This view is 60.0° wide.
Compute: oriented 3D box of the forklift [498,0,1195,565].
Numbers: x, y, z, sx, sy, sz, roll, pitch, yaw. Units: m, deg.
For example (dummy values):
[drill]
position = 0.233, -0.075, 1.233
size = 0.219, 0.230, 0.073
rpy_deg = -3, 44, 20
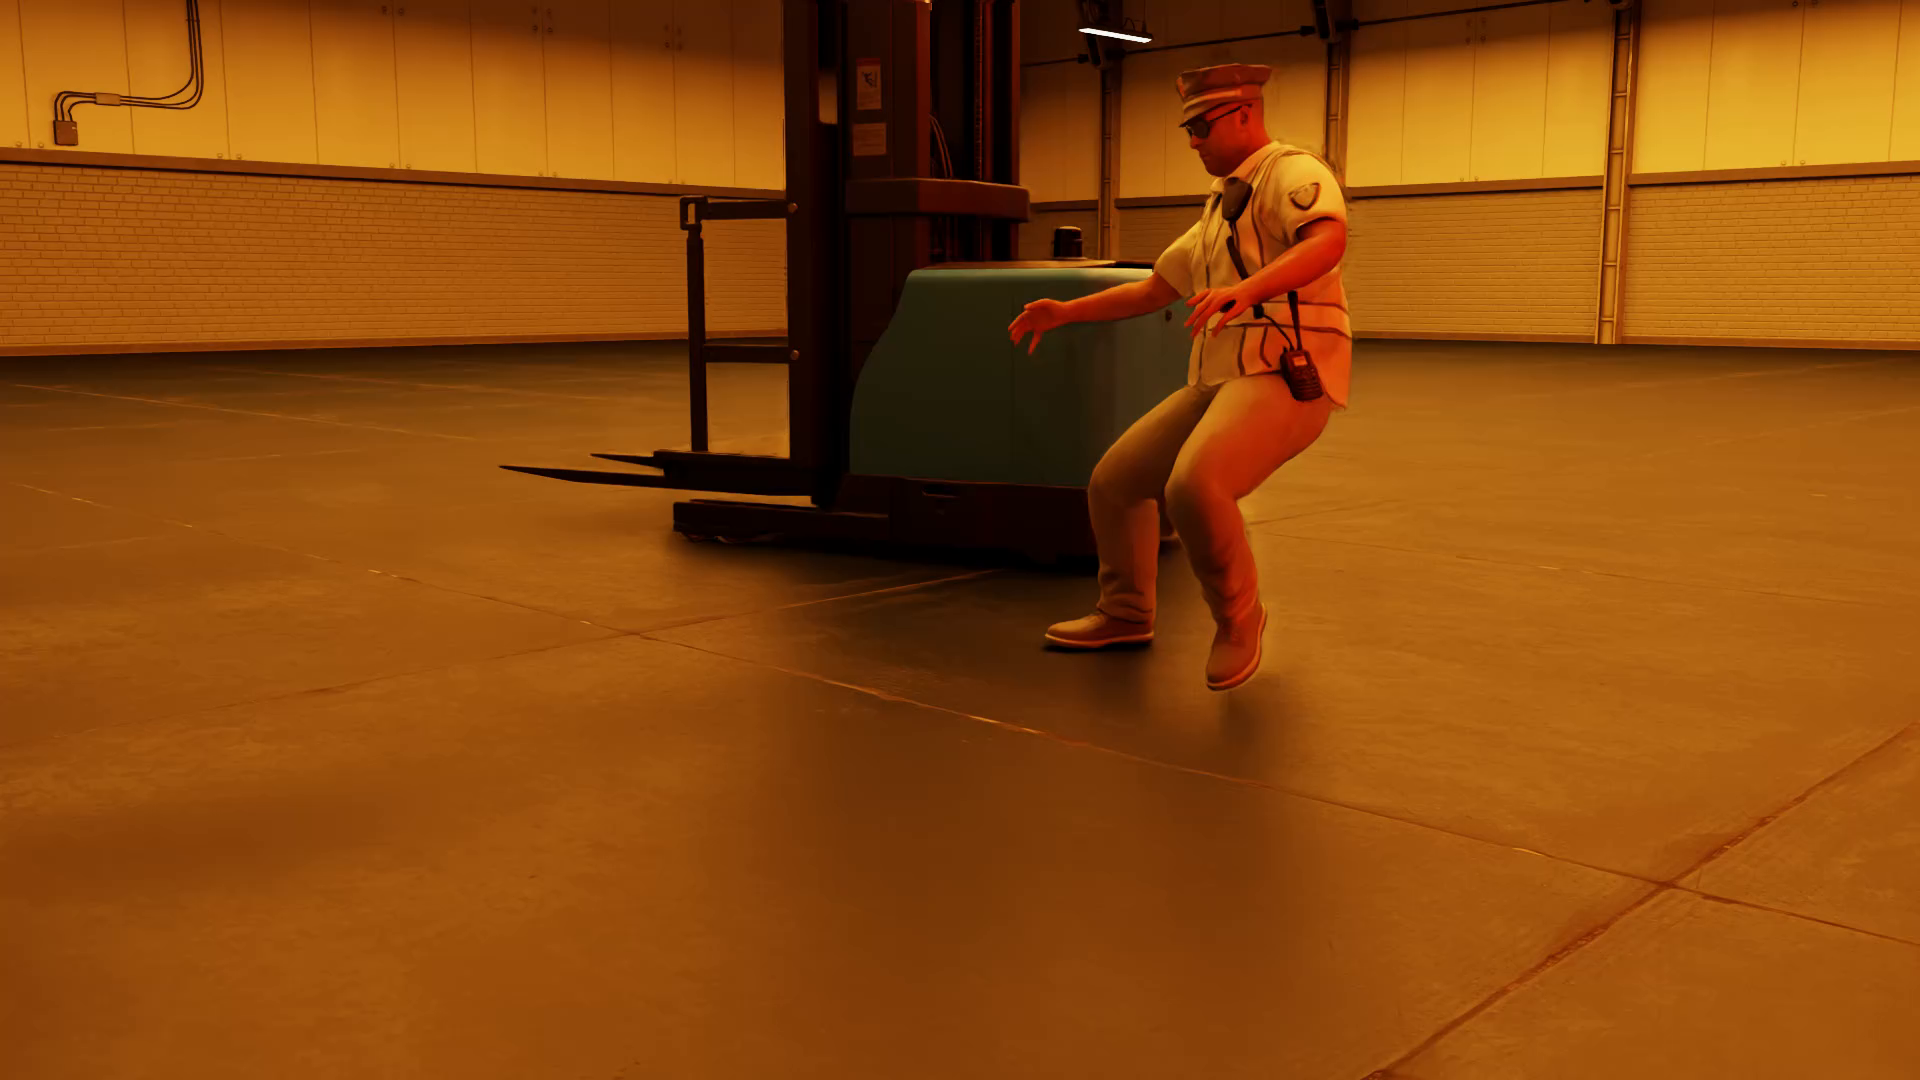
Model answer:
[forklift]
position = -0.571, -1.493, 6.791
size = 3.031, 2.935, 1.130
rpy_deg = 5, 10, 28

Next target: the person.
[person]
position = 0.588, -0.428, 4.273
size = 0.768, 1.567, 0.907
rpy_deg = -3, 9, -18
